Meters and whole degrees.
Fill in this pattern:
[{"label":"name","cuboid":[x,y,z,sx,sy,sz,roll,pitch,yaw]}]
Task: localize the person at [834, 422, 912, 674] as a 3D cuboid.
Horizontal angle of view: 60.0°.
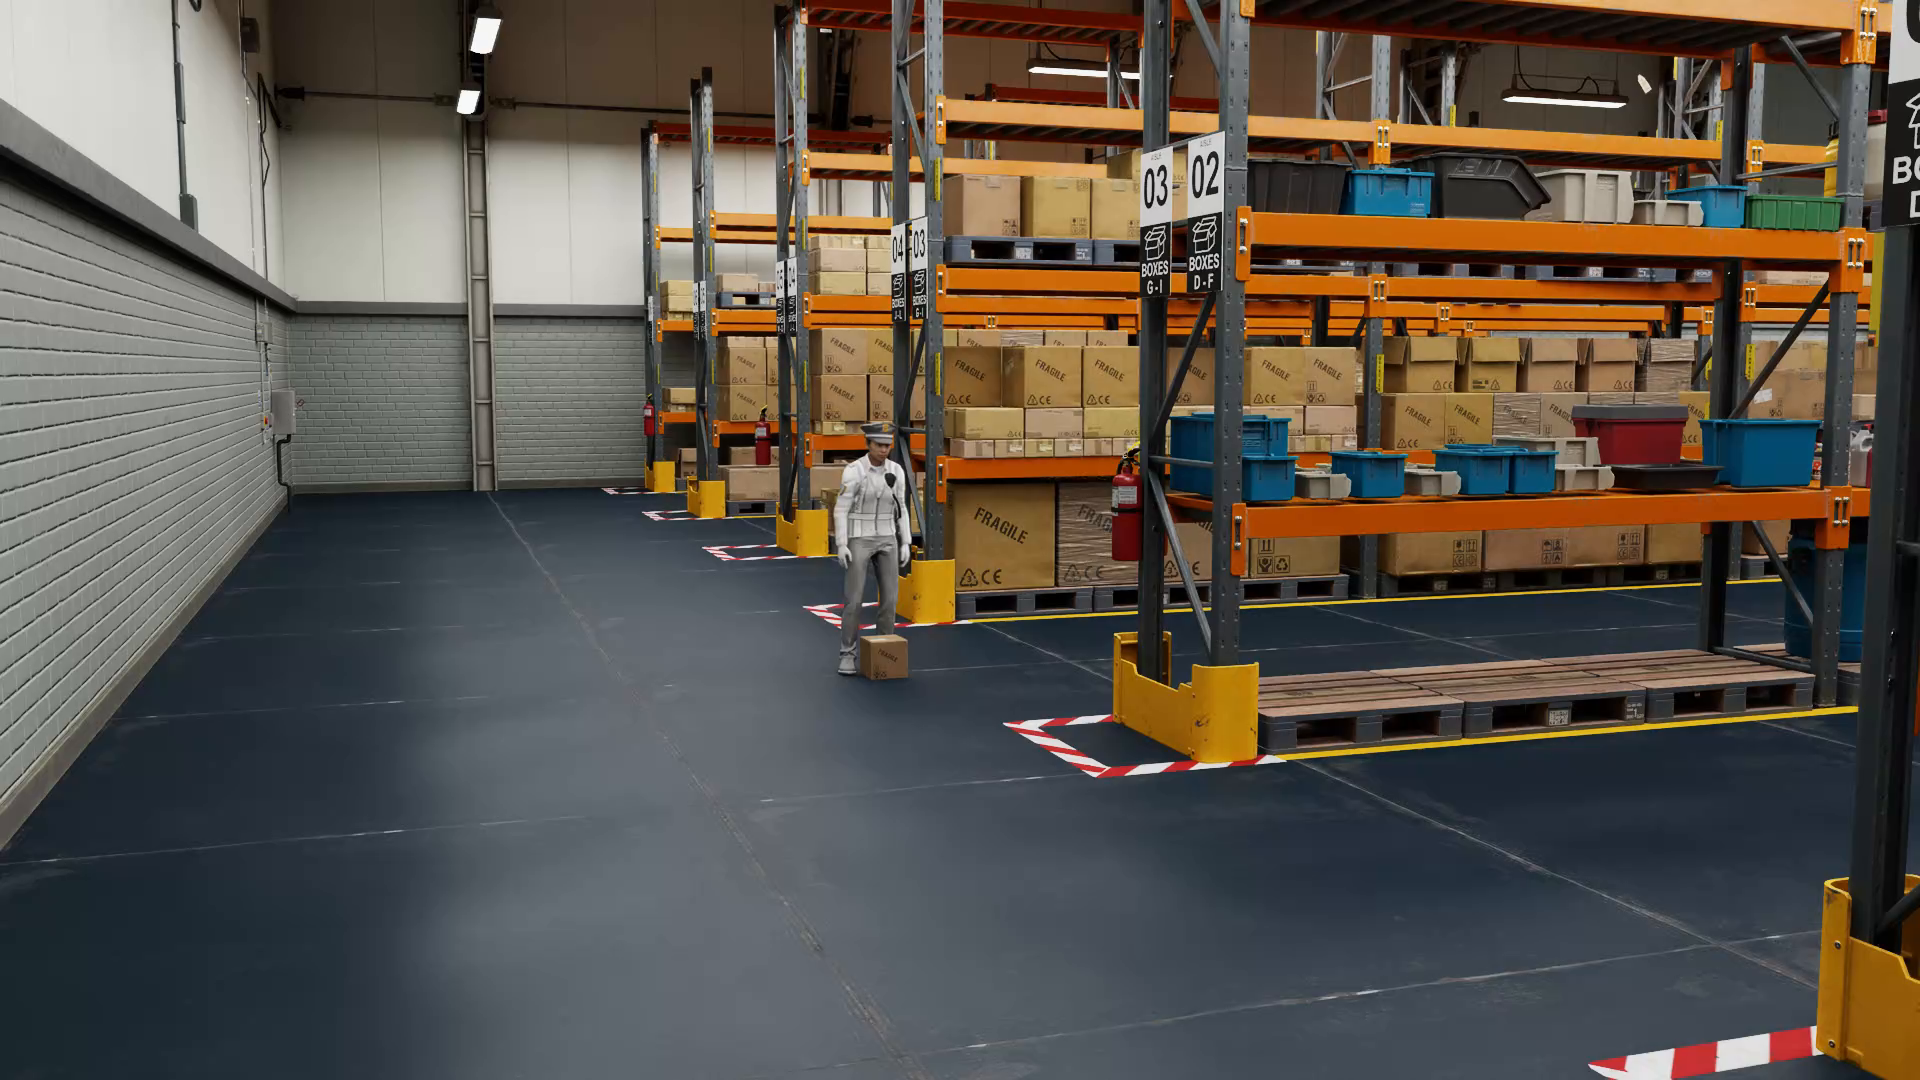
[{"label":"person","cuboid":[-0.580,0.045,11.107,0.546,1.664,0.375,-2,6,-22]}]
